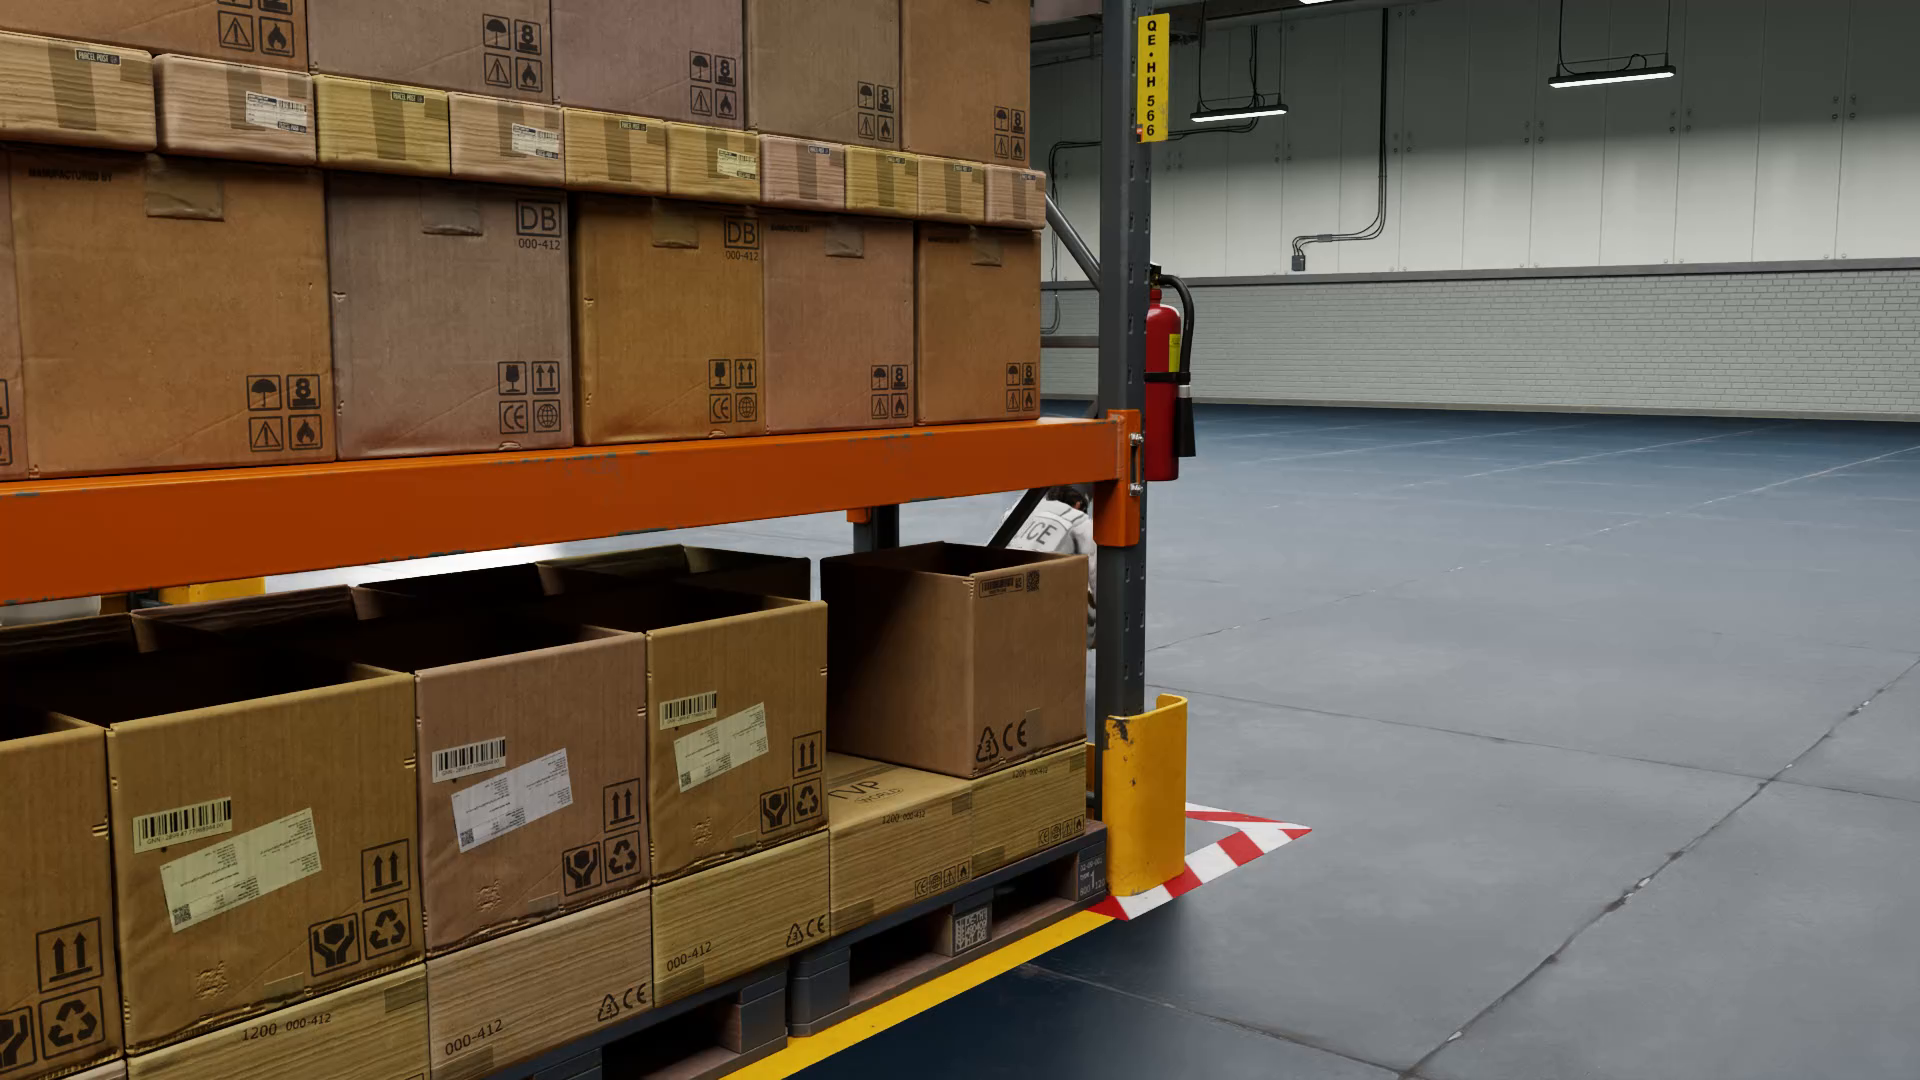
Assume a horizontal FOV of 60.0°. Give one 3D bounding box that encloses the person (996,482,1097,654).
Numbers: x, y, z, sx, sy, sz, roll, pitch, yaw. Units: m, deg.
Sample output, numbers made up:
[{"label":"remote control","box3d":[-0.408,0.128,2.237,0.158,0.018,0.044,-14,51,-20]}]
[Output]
[{"label":"person","box3d":[0.336,0.196,7.004,0.493,0.984,0.815,5,9,38]}]
